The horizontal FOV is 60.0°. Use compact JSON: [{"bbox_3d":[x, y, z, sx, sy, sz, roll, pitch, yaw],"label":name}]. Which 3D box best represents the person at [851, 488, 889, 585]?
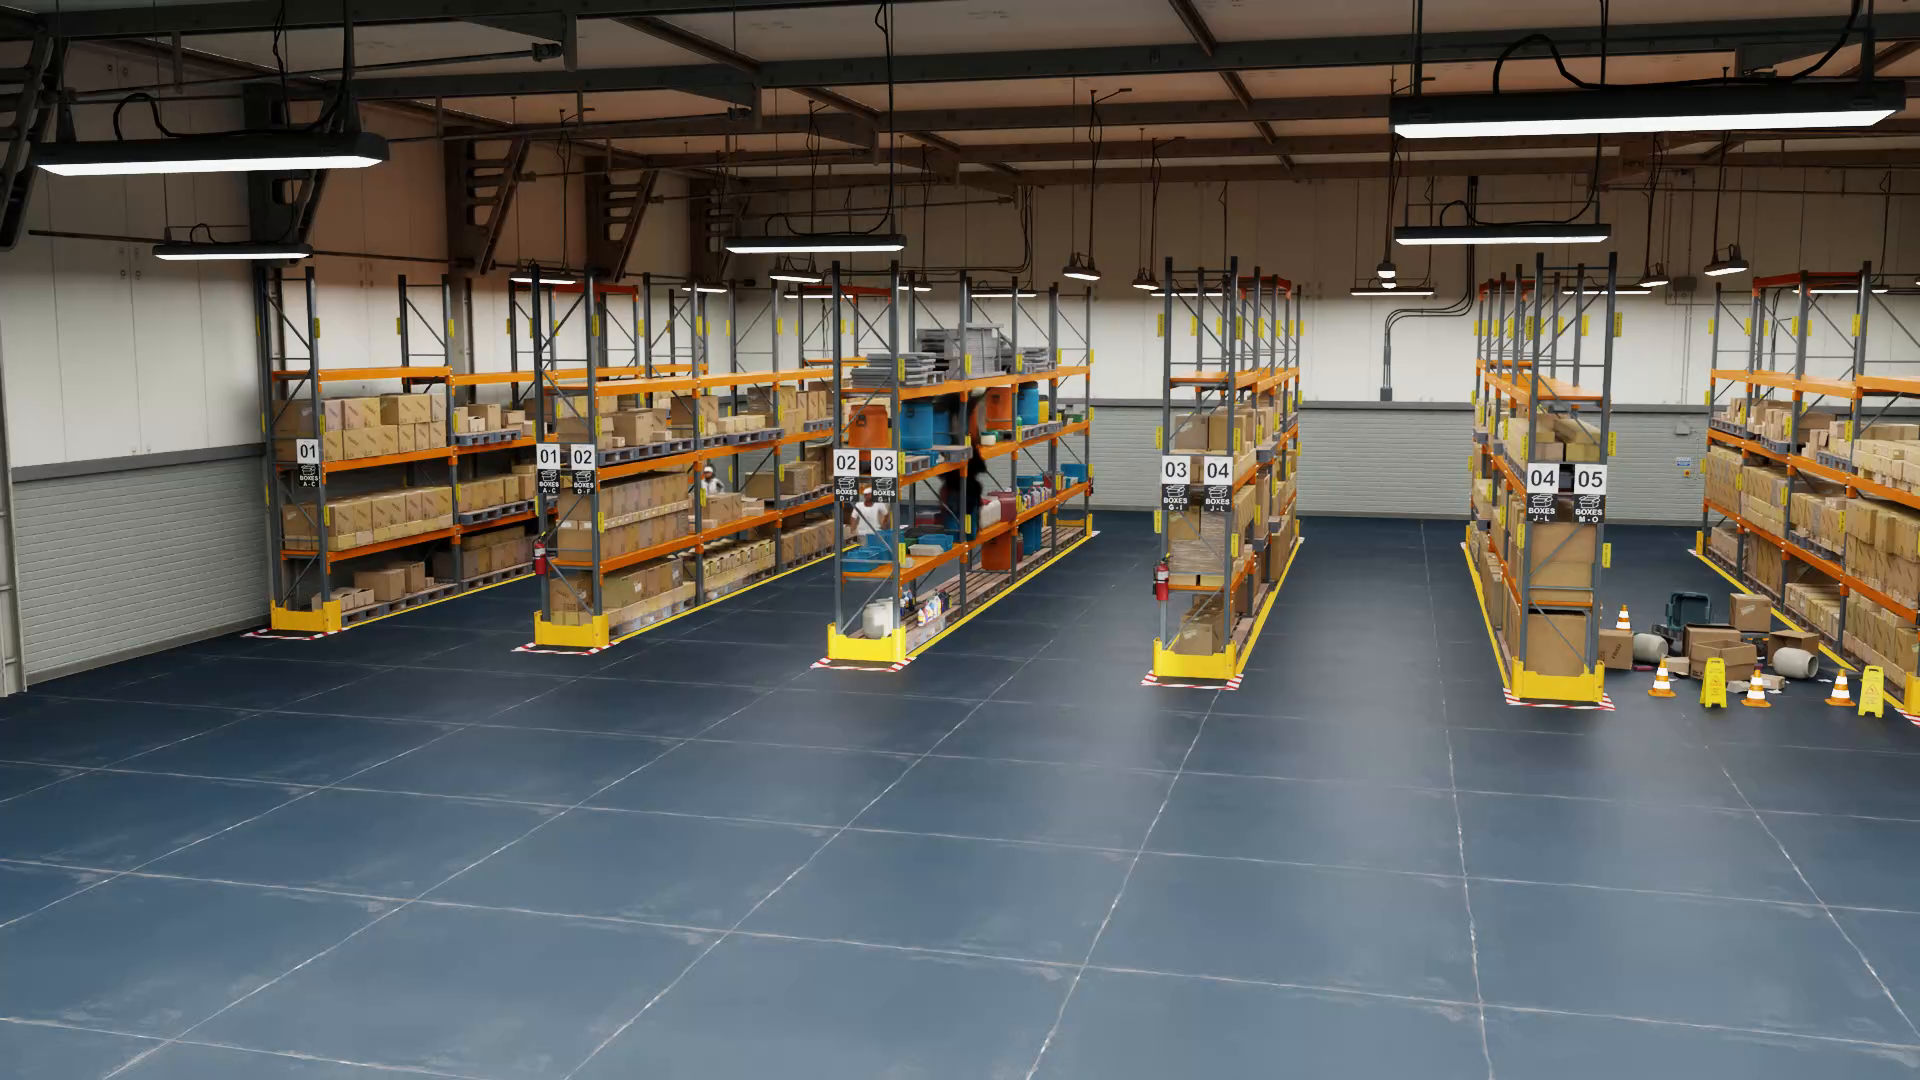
[{"bbox_3d":[-1.708,-0.101,31.324,0.693,1.782,0.824,1,7,6],"label":"person"}]

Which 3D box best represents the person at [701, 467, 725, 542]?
[{"bbox_3d":[-5.901,-0.833,39.230,0.638,1.802,0.789,1,7,9],"label":"person"}]
